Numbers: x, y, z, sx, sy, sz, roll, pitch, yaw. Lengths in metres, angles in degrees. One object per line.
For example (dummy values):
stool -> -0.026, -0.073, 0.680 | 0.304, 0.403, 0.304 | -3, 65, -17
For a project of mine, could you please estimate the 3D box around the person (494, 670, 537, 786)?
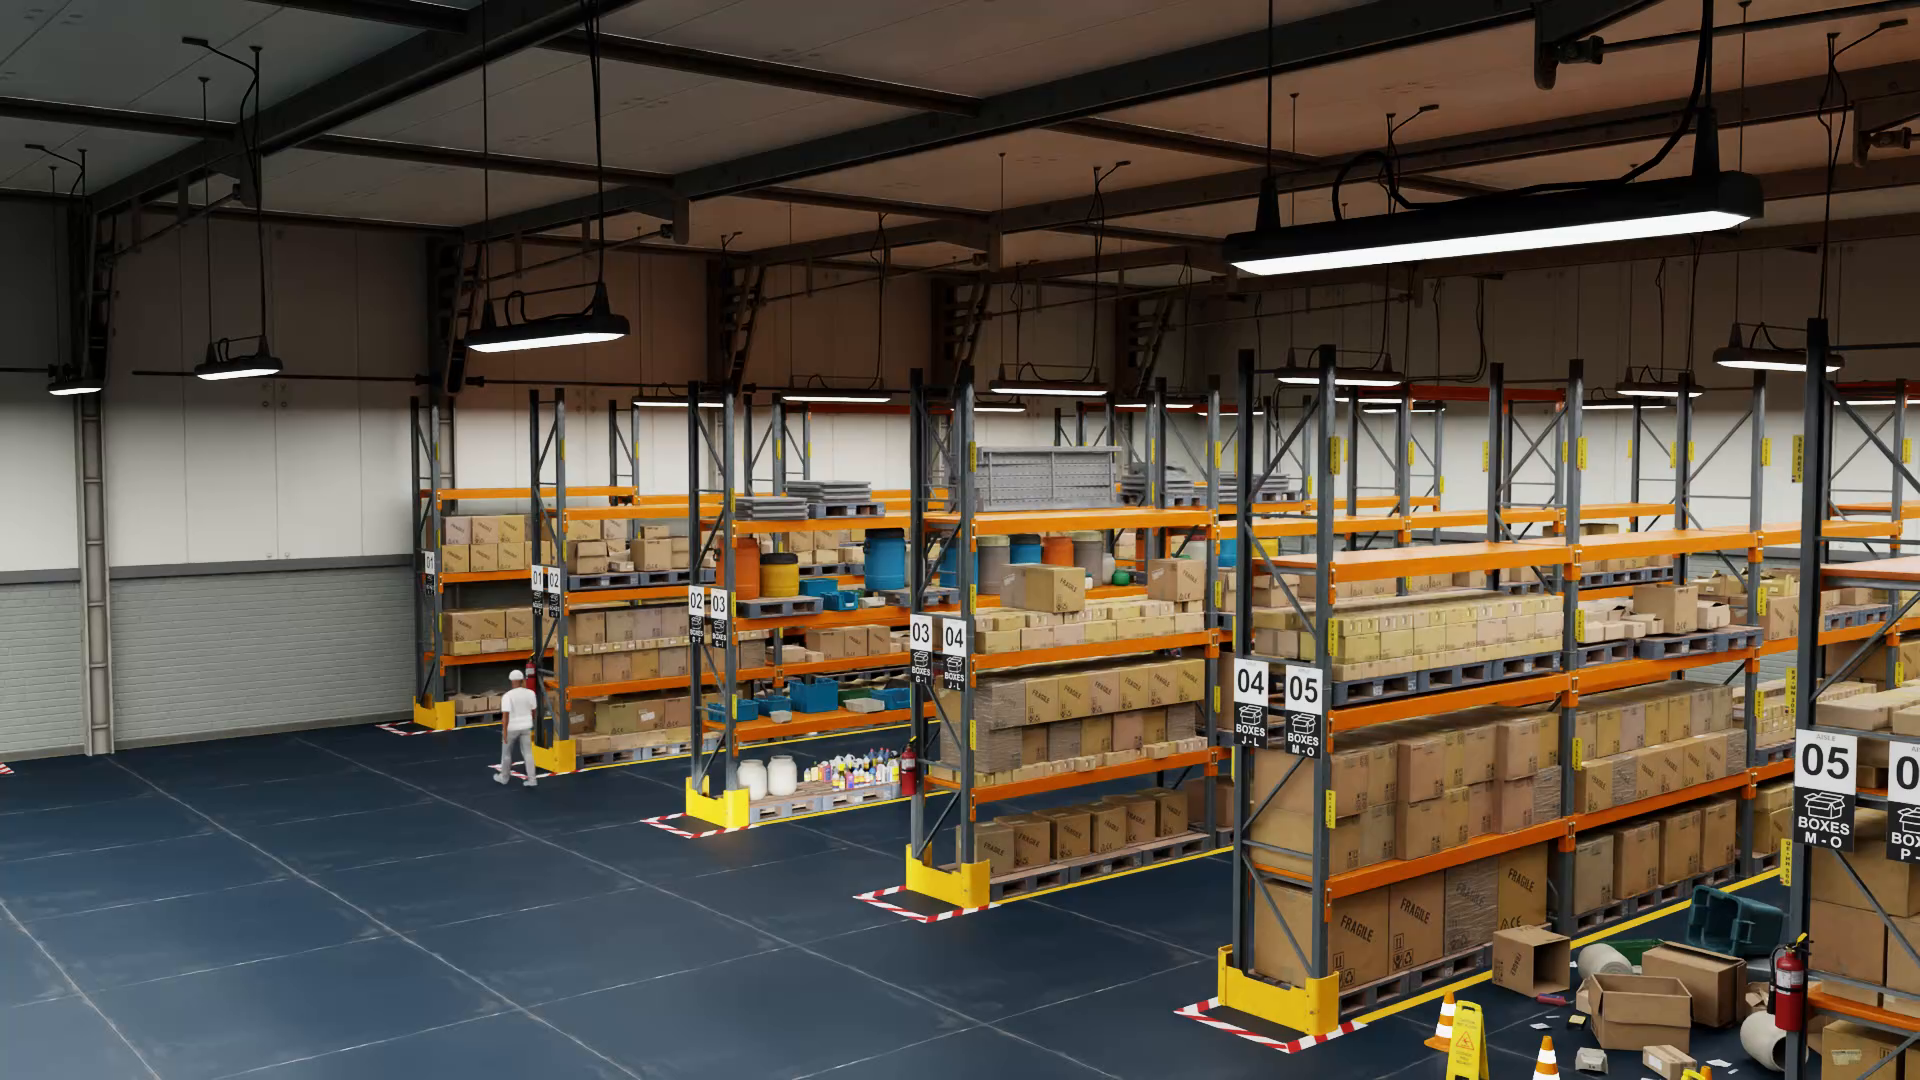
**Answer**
person -> -6.638, 2.829, 24.995 | 0.571, 1.752, 0.878 | -2, 4, -33
